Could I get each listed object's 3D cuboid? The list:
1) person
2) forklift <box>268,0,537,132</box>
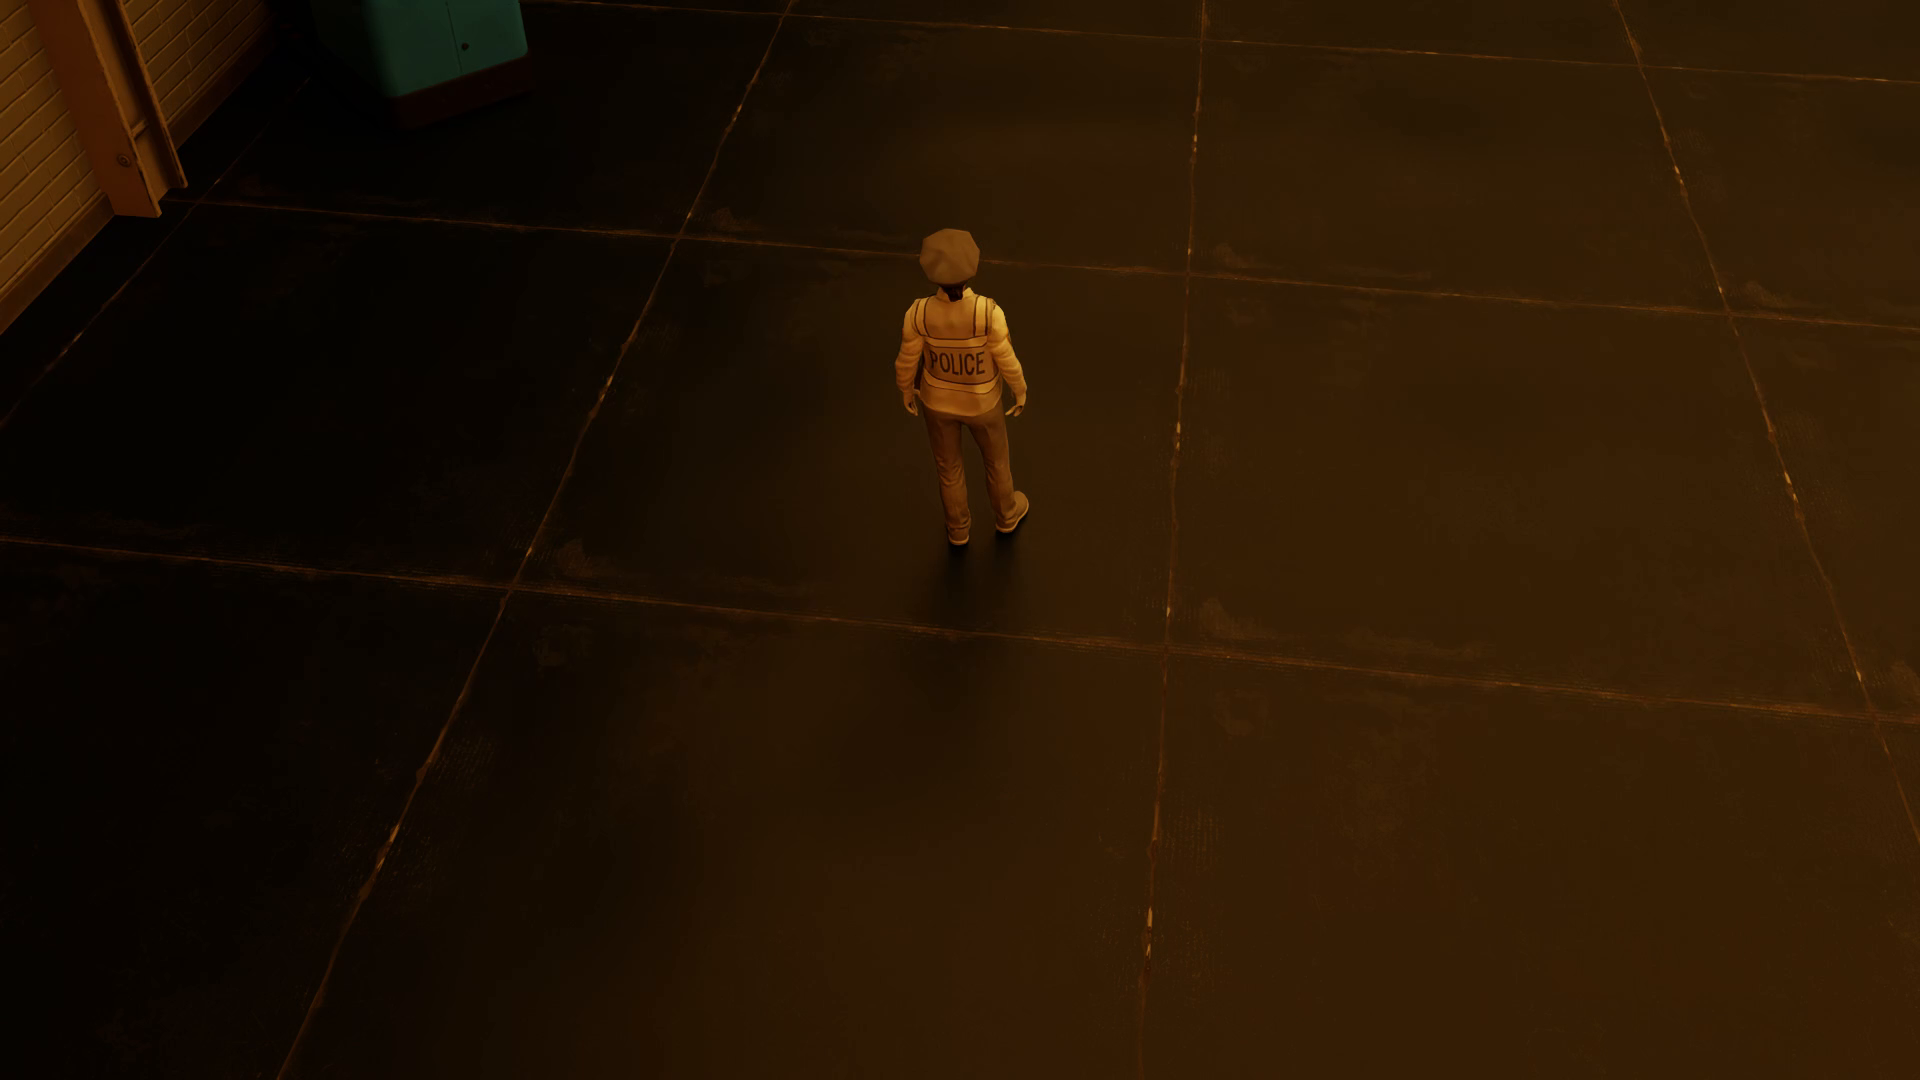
[{"bbox_3d":[0.016,-0.675,7.363,0.586,1.694,0.530,5,43,6],"label":"person"},{"bbox_3d":[-4.138,-4.617,10.751,1.130,2.935,3.031,-29,50,-28],"label":"forklift"}]
